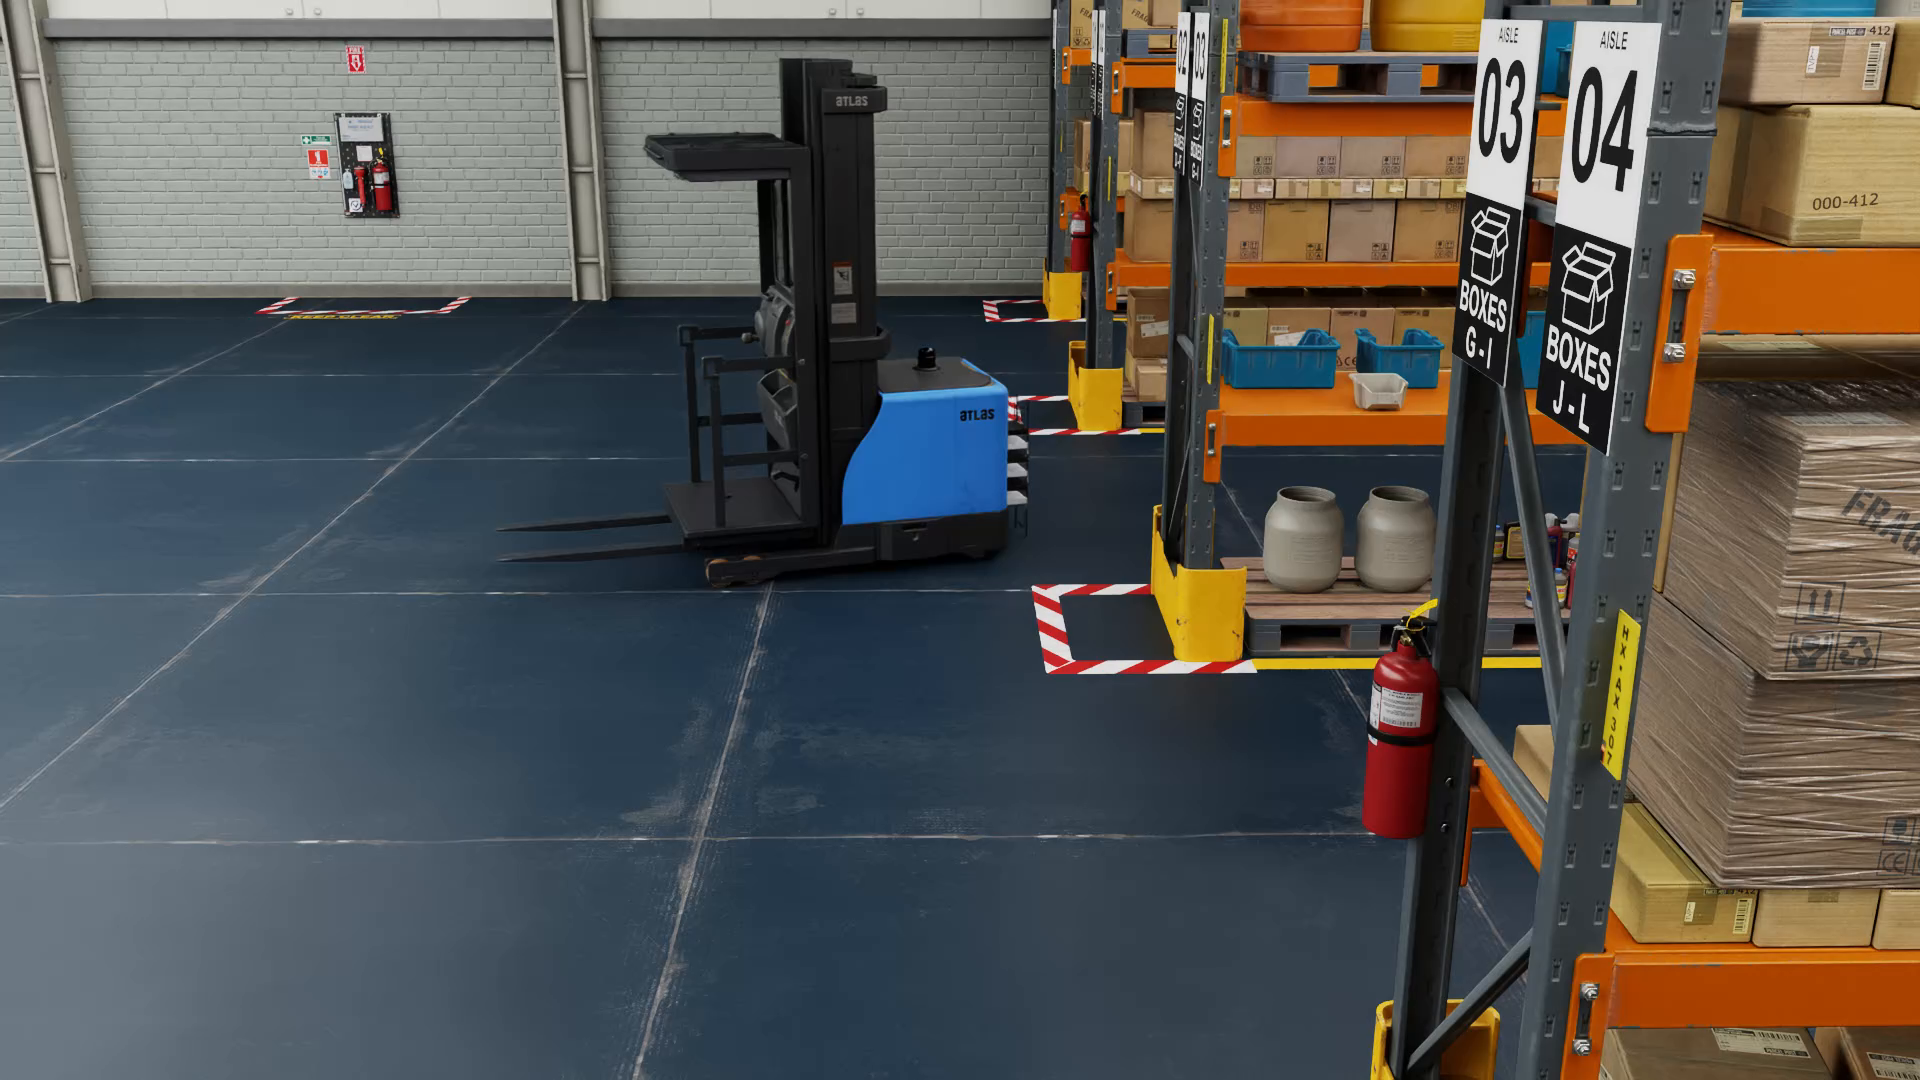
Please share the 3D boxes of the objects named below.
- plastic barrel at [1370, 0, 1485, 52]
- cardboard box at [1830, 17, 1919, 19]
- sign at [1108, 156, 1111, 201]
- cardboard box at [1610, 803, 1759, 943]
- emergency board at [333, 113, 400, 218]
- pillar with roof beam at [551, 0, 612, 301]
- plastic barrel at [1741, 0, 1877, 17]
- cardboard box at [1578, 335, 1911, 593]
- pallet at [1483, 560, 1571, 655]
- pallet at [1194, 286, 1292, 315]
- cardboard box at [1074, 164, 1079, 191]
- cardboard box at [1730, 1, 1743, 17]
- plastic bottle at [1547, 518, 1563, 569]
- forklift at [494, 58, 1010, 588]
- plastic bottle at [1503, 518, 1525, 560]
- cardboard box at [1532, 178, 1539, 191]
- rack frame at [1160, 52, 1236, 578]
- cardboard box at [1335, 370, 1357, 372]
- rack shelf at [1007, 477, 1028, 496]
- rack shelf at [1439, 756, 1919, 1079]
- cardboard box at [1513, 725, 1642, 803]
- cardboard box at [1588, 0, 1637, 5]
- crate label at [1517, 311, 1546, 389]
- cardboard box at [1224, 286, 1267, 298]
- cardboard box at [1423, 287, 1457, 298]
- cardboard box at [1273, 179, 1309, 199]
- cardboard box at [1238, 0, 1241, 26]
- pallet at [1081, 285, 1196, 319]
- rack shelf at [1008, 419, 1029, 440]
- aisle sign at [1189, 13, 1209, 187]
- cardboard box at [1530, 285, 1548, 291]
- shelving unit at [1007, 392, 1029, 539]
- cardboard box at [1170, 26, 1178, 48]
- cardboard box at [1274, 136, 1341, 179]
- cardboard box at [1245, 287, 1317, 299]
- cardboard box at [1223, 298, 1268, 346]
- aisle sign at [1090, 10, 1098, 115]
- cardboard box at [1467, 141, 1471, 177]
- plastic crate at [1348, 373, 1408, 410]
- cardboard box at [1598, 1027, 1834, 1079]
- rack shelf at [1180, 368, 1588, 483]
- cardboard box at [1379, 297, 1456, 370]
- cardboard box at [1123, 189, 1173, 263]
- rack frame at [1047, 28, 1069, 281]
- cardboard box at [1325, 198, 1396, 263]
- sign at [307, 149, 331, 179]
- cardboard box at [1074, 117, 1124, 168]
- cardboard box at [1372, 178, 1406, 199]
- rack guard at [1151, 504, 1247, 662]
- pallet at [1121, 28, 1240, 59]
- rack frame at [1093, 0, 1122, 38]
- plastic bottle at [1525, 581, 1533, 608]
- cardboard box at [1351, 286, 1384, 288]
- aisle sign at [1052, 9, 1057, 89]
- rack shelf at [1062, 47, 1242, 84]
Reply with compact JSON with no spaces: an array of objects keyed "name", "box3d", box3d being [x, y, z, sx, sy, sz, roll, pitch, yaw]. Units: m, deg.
[{"name":"plastic barrel","box3d":[2.348,-2.724,8.222,0.600,0.588,0.600,0,18,0]},{"name":"cardboard box","box3d":[2.095,-1.093,3.726,0.250,0.149,0.380,-1,18,-3]},{"name":"sign","box3d":[1.138,-2.755,12.679,0.005,0.325,0.100,0,18,-1]},{"name":"cardboard box","box3d":[1.577,0.742,3.735,0.250,0.149,0.380,0,18,-1]},{"name":"emergency board","box3d":[-6.731,-4.226,18.811,0.643,1.169,0.194,0,18,-1]},{"name":"pillar with roof beam","box3d":[-4.192,-5.768,13.796,0.400,9.000,9.100,0,18,-1]},{"name":"plastic barrel","box3d":[4.212,-2.876,8.183,0.708,0.901,0.600,0,18,-1]},{"name":"cardboard box","box3d":[1.834,-0.193,3.950,0.500,0.500,0.500,0,18,-1]},{"name":"pallet","box3d":[3.314,0.344,9.130,1.213,0.211,1.003,0,18,-1]},{"name":"pallet","box3d":[3.159,-2.658,18.489,1.213,0.211,1.003,0,18,-1]},{"name":"cardboard box","box3d":[1.518,-3.987,18.279,0.500,0.250,0.500,0,18,0]},{"name":"cardboard box","box3d":[5.751,-4.051,12.912,0.500,0.250,0.500,2,18,5]},{"name":"plastic bottle","box3d":[3.294,0.019,9.304,0.133,0.283,0.061,0,18,-1]},{"name":"forklift","box3d":[-1.273,-1.299,9.798,3.031,2.935,1.130,-5,19,-16]},{"name":"plastic bottle","box3d":[3.156,-0.027,9.447,0.133,0.283,0.061,0,18,0]},{"name":"cardboard box","box3d":[4.357,-2.781,13.081,0.250,0.149,0.380,-1,18,-2]},{"name":"rack frame","box3d":[1.210,-0.962,8.635,0.127,3.000,1.000,0,18,-1]},{"name":"cardboard box","box3d":[3.175,-1.307,13.525,0.500,0.250,0.500,0,18,-1]},{"name":"rack shelf","box3d":[0.295,-0.343,10.548,0.200,0.077,0.258,-5,19,-16]},{"name":"rack shelf","box3d":[3.288,0.884,4.060,4.000,0.370,1.077,0,18,-1]},{"name":"cardboard box","box3d":[1.570,0.606,4.159,0.250,0.149,0.380,0,18,-1]},{"name":"cardboard box","box3d":[6.834,-5.667,17.541,0.500,0.500,0.500,-1,18,-3]},{"name":"crate label","box3d":[3.046,-1.070,8.915,0.616,0.435,0.502,0,18,-1]},{"name":"cardboard box","box3d":[3.051,-2.974,18.279,0.500,0.500,0.700,-1,18,-4]},{"name":"cardboard box","box3d":[4.166,-1.830,13.929,0.500,0.500,0.500,0,18,-1]},{"name":"cardboard box","box3d":[2.563,-2.773,13.055,0.250,0.149,0.380,-1,18,-3]},{"name":"cardboard box","box3d":[2.282,-4.184,13.099,0.500,0.250,0.500,0,18,-1]},{"name":"pallet","box3d":[1.942,-2.653,18.473,1.213,0.211,1.003,0,18,-1]},{"name":"rack shelf","box3d":[0.295,-0.686,10.438,0.200,0.077,0.258,-5,19,-16]},{"name":"aisle sign","box3d":[1.142,-2.110,7.958,0.004,0.787,0.394,0,18,-1]},{"name":"cardboard box","box3d":[6.304,-3.053,18.525,0.500,0.500,0.700,-1,18,-2]},{"name":"shelving unit","box3d":[0.295,-0.461,10.511,0.210,0.900,0.258,-5,19,-16]},{"name":"cardboard box","box3d":[2.448,-5.394,17.344,0.500,0.500,0.500,1,18,2]},{"name":"cardboard box","box3d":[2.685,-3.146,13.155,0.500,0.500,0.700,0,18,-1]},{"name":"cardboard box","box3d":[2.666,-1.825,13.913,0.500,0.500,0.500,0,18,-1]},{"name":"cardboard box","box3d":[2.175,-1.660,13.398,0.500,0.500,0.500,0,18,-1]},{"name":"aisle sign","box3d":[1.065,-3.802,13.233,0.004,0.787,0.394,0,18,-1]},{"name":"cardboard box","box3d":[4.186,-3.152,13.177,0.500,0.500,0.700,0,18,-1]},{"name":"plastic crate","box3d":[2.110,-0.742,8.383,0.250,0.136,0.298,0,18,-1]},{"name":"cardboard box","box3d":[1.913,1.543,4.231,0.500,0.500,0.500,3,18,9]},{"name":"rack shelf","box3d":[3.209,-0.629,8.775,4.000,0.370,1.077,0,18,-1]},{"name":"cardboard box","box3d":[3.675,-1.670,13.430,0.500,0.500,0.500,0,18,-1]},{"name":"cardboard box","box3d":[1.602,-2.521,13.331,0.500,0.500,0.700,0,18,-1]},{"name":"rack frame","box3d":[1.053,-3.988,18.068,0.127,3.000,1.000,0,18,-1]},{"name":"cardboard box","box3d":[3.150,-2.529,13.357,0.500,0.500,0.700,0,18,1]},{"name":"sign","box3d":[-7.286,-4.272,18.895,0.234,0.329,0.001,0,18,-1]},{"name":"cardboard box","box3d":[1.521,-4.350,18.182,0.500,0.500,0.500,0,18,-1]},{"name":"cardboard box","box3d":[3.331,-2.776,13.065,0.250,0.149,0.380,0,18,1]},{"name":"rack guard","box3d":[1.285,0.214,9.063,0.348,0.500,1.175,0,18,-1]},{"name":"pallet","box3d":[1.843,-3.856,12.893,1.213,0.211,1.003,0,18,-1]},{"name":"rack frame","box3d":[1.135,-5.331,12.435,0.127,3.000,1.000,0,18,-1]},{"name":"plastic bottle","box3d":[3.027,0.214,8.715,0.097,0.271,0.097,0,18,0]},{"name":"cardboard box","box3d":[4.518,-2.856,18.457,0.250,0.166,0.380,-3,18,-8]},{"name":"aisle sign","box3d":[0.986,-5.134,17.384,0.004,0.787,0.394,0,18,-1]},{"name":"rack shelf","box3d":[3.053,-5.083,17.749,4.000,0.370,1.077,0,18,-1]}]
